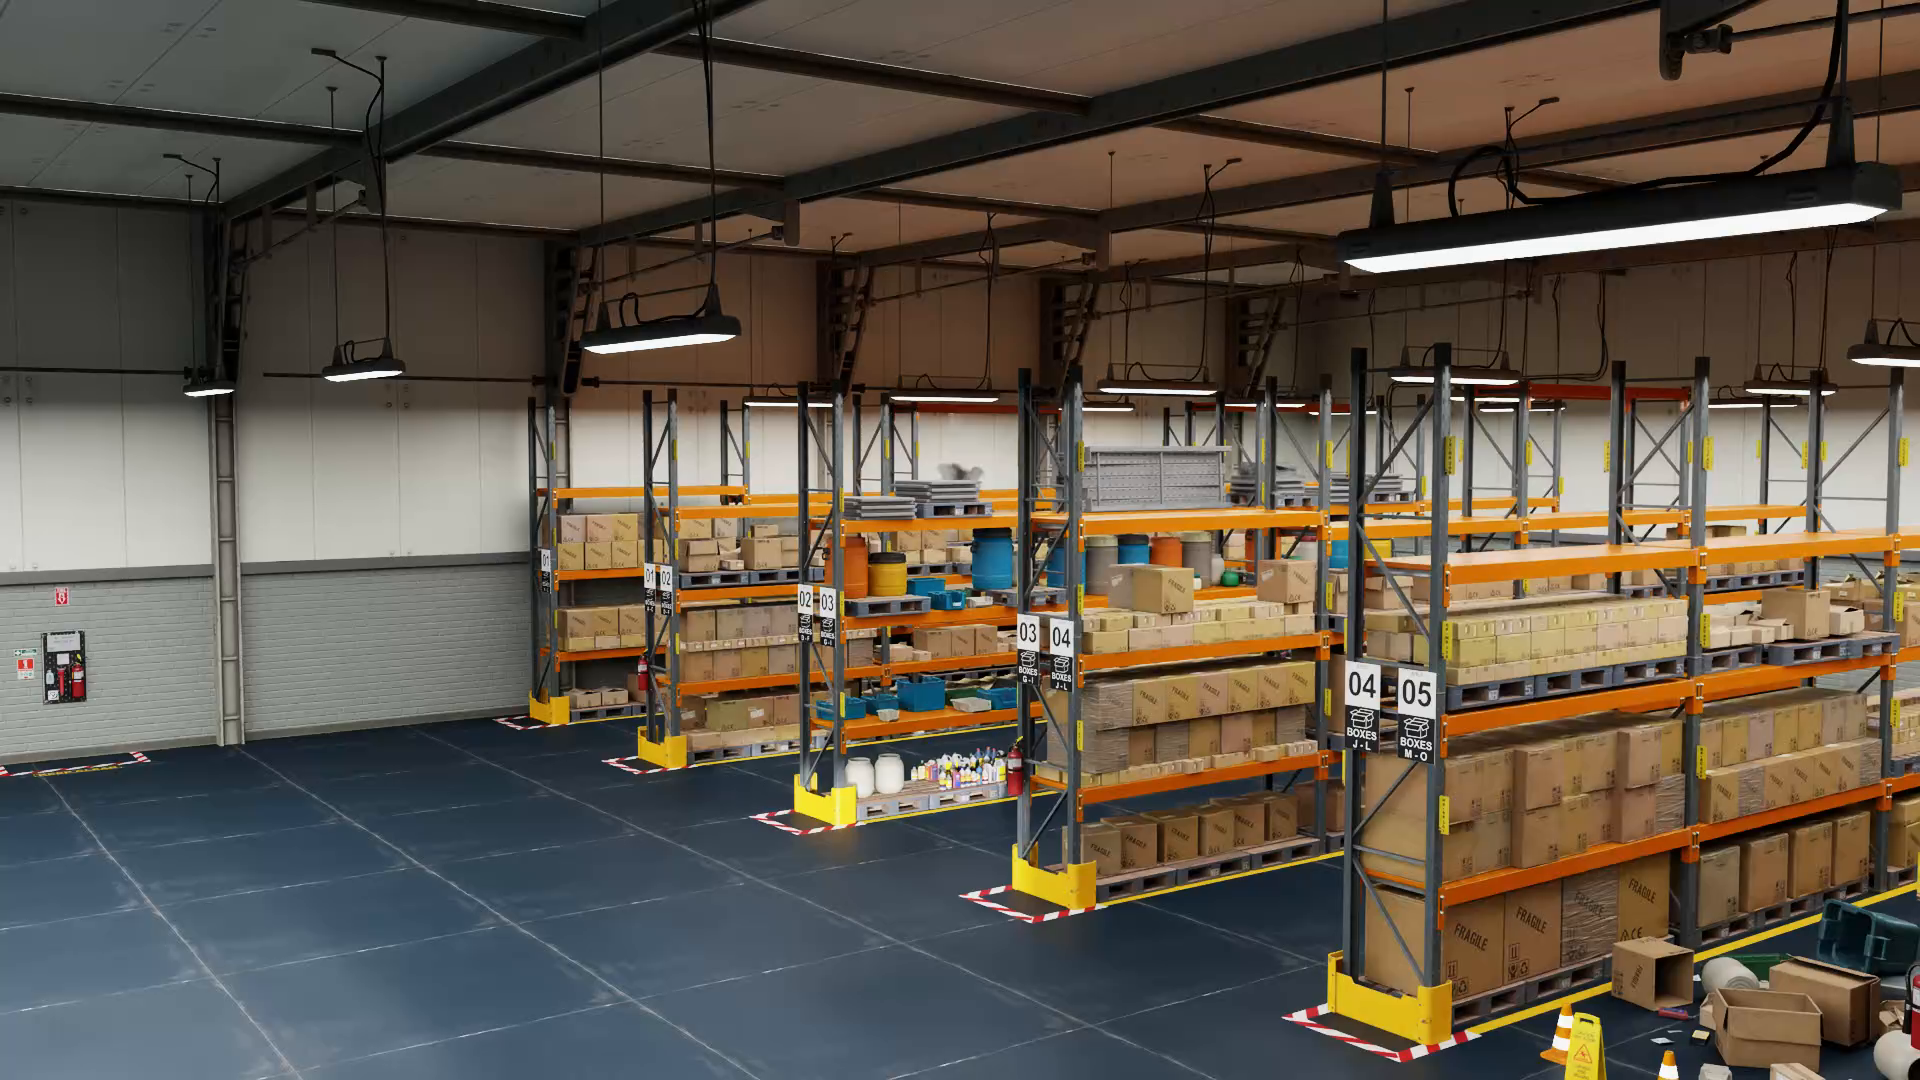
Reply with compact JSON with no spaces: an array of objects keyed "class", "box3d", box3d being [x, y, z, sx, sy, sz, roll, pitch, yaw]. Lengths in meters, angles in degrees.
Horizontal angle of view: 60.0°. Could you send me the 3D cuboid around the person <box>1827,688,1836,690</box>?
[{"class":"person","box3d":[11.954,2.948,22.796,0.844,1.856,0.665,-2,4,-34]}]
